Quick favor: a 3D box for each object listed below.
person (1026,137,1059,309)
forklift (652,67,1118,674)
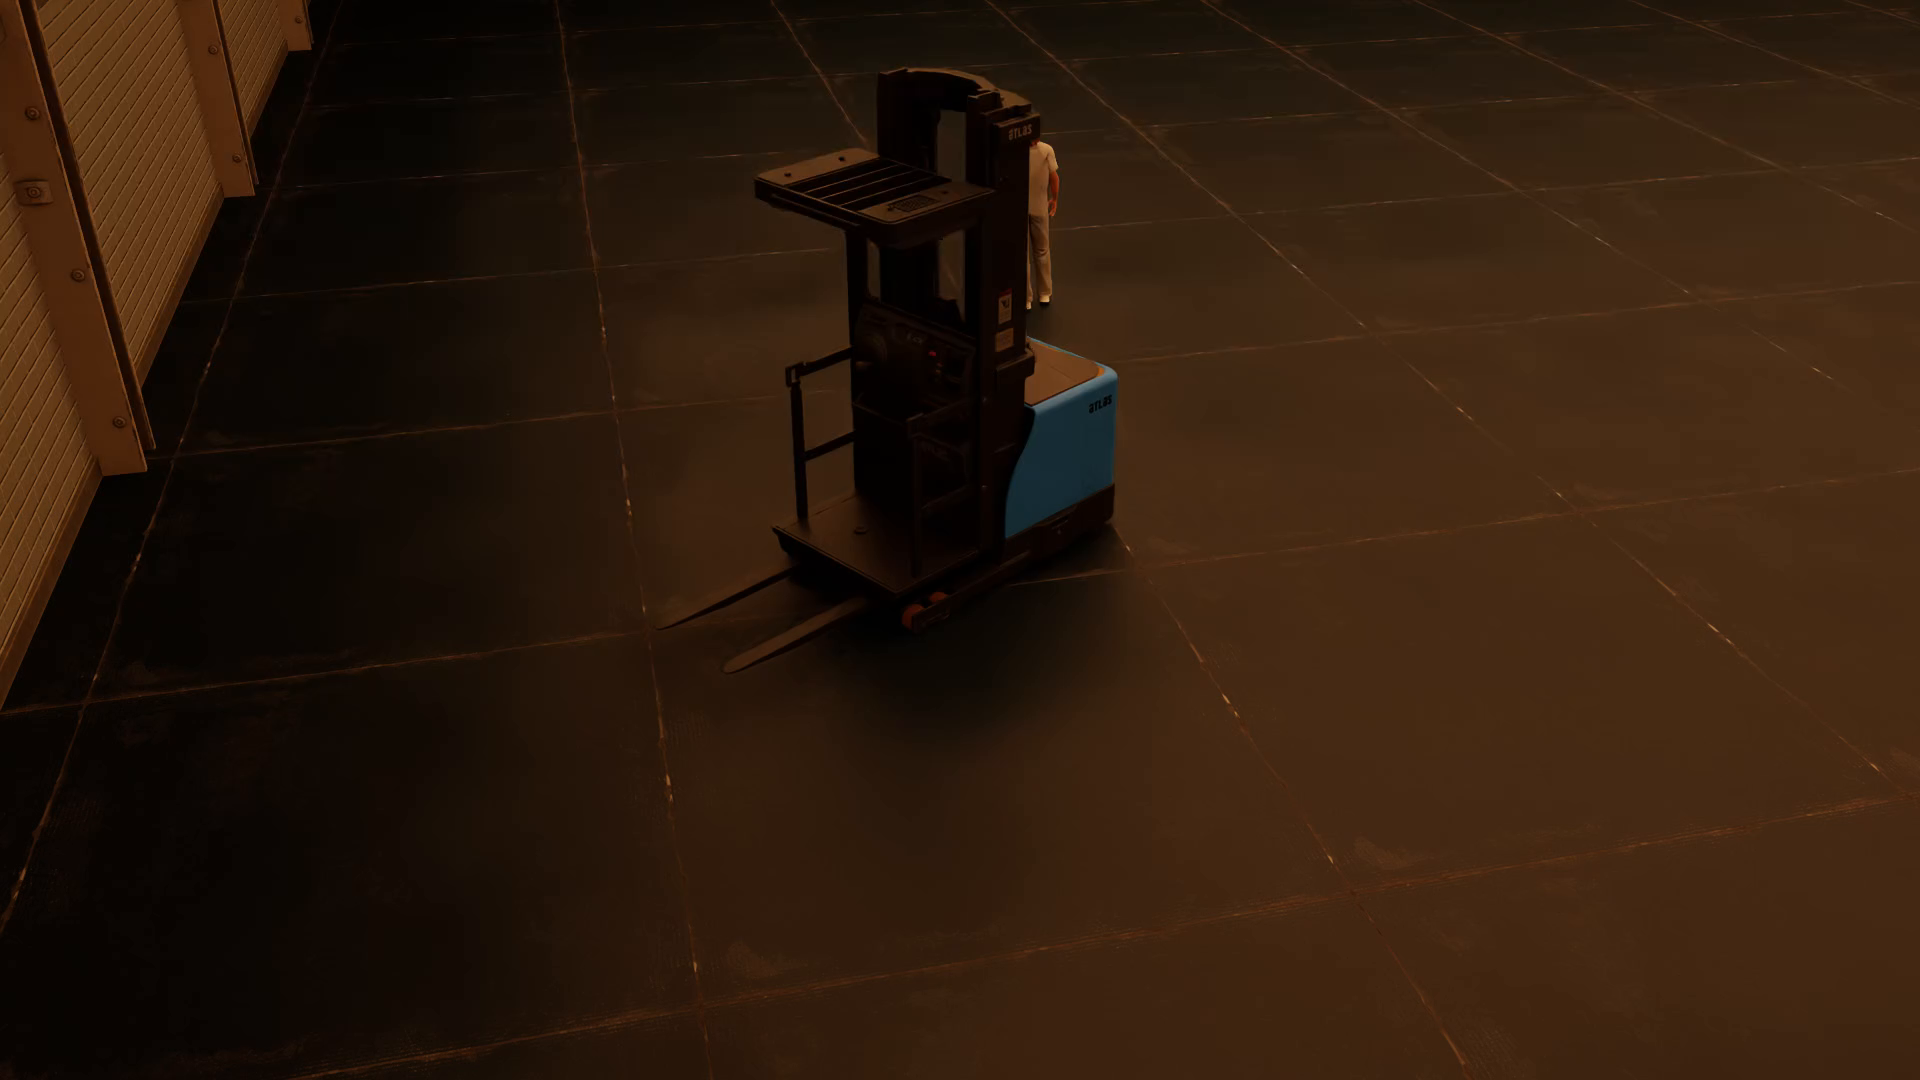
[{"bbox_3d":[0.532,-2.688,13.456,0.550,1.673,0.548,-6,31,-11],"label":"person"},{"bbox_3d":[-0.412,-1.022,9.340,1.130,2.935,3.031,26,39,37],"label":"forklift"}]
